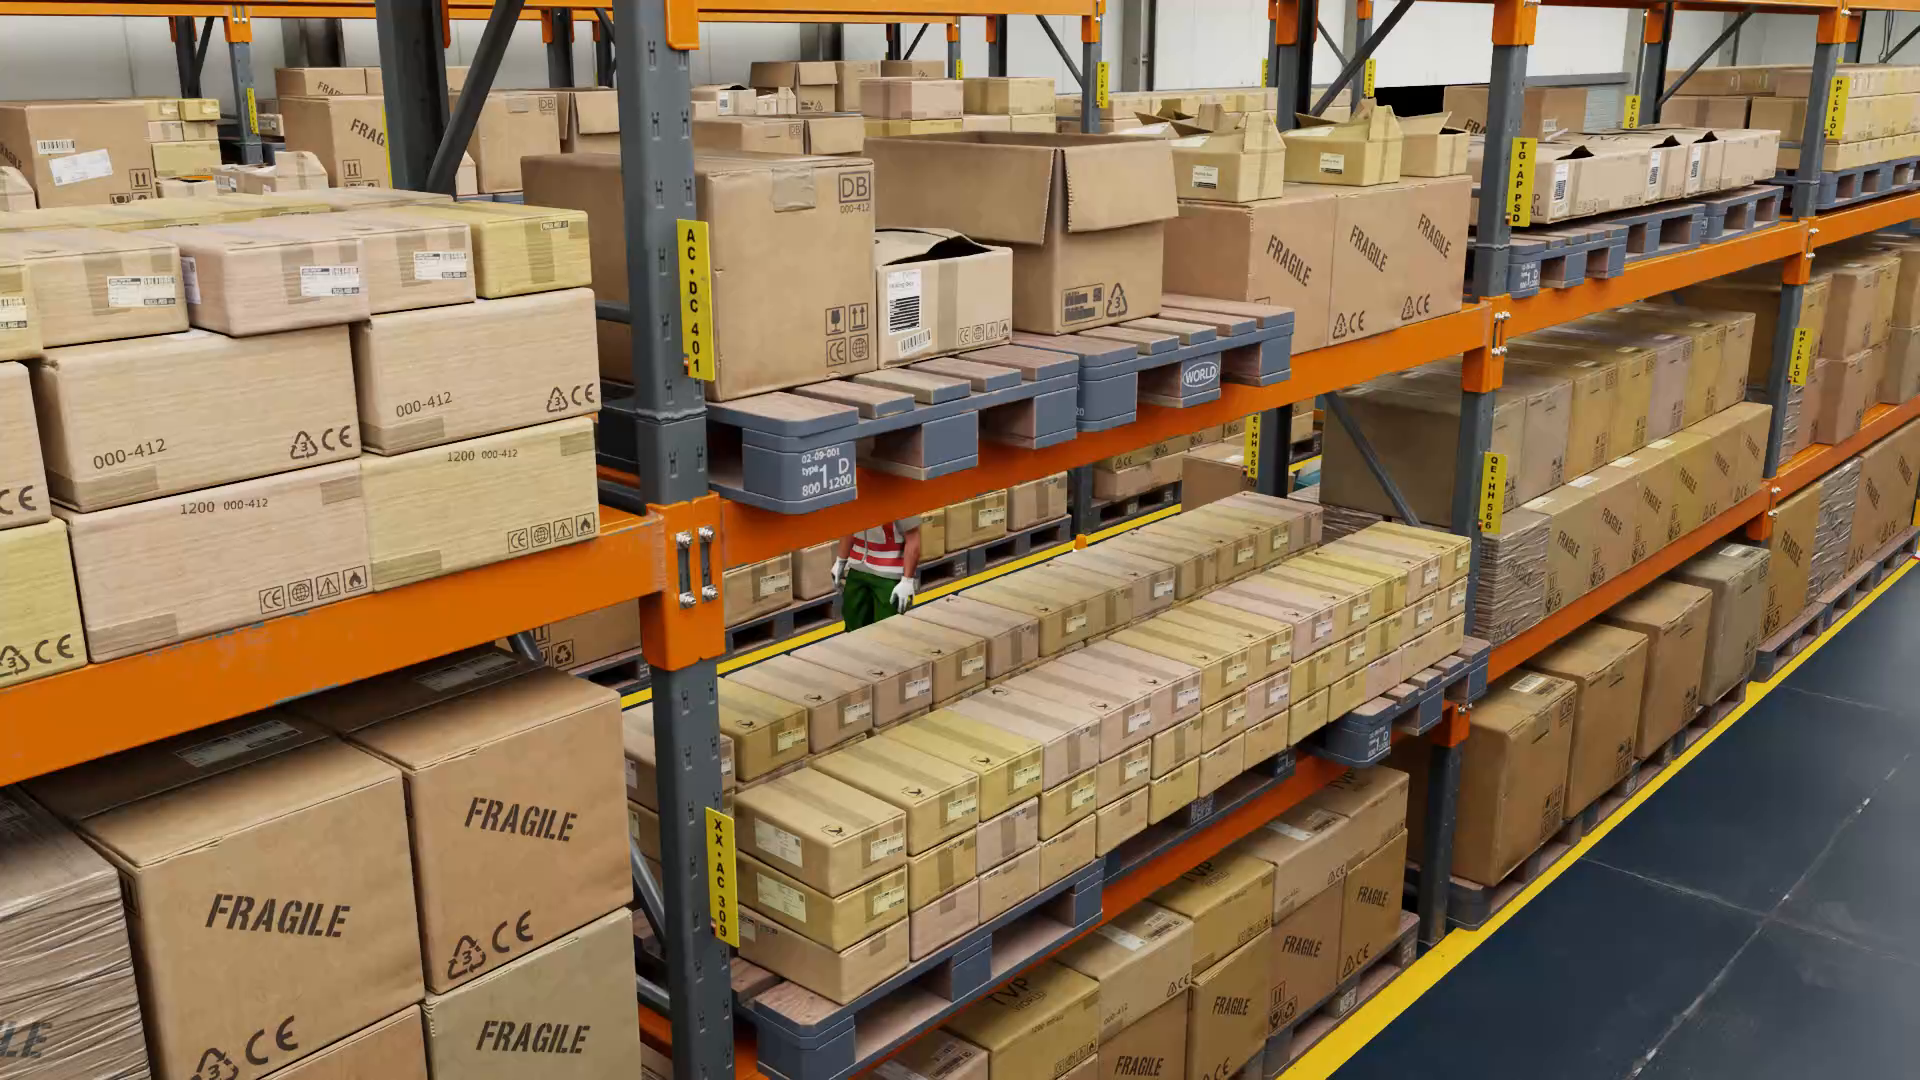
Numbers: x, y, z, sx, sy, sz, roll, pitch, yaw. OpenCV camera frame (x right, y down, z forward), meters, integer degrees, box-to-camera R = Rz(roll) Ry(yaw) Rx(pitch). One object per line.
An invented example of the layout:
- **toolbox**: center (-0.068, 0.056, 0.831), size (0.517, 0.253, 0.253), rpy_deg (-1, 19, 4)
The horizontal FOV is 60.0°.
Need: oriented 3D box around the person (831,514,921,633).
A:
- **person**: center (-0.482, 0.205, 9.333), size (0.608, 1.779, 0.453), rpy_deg (14, 22, 39)
